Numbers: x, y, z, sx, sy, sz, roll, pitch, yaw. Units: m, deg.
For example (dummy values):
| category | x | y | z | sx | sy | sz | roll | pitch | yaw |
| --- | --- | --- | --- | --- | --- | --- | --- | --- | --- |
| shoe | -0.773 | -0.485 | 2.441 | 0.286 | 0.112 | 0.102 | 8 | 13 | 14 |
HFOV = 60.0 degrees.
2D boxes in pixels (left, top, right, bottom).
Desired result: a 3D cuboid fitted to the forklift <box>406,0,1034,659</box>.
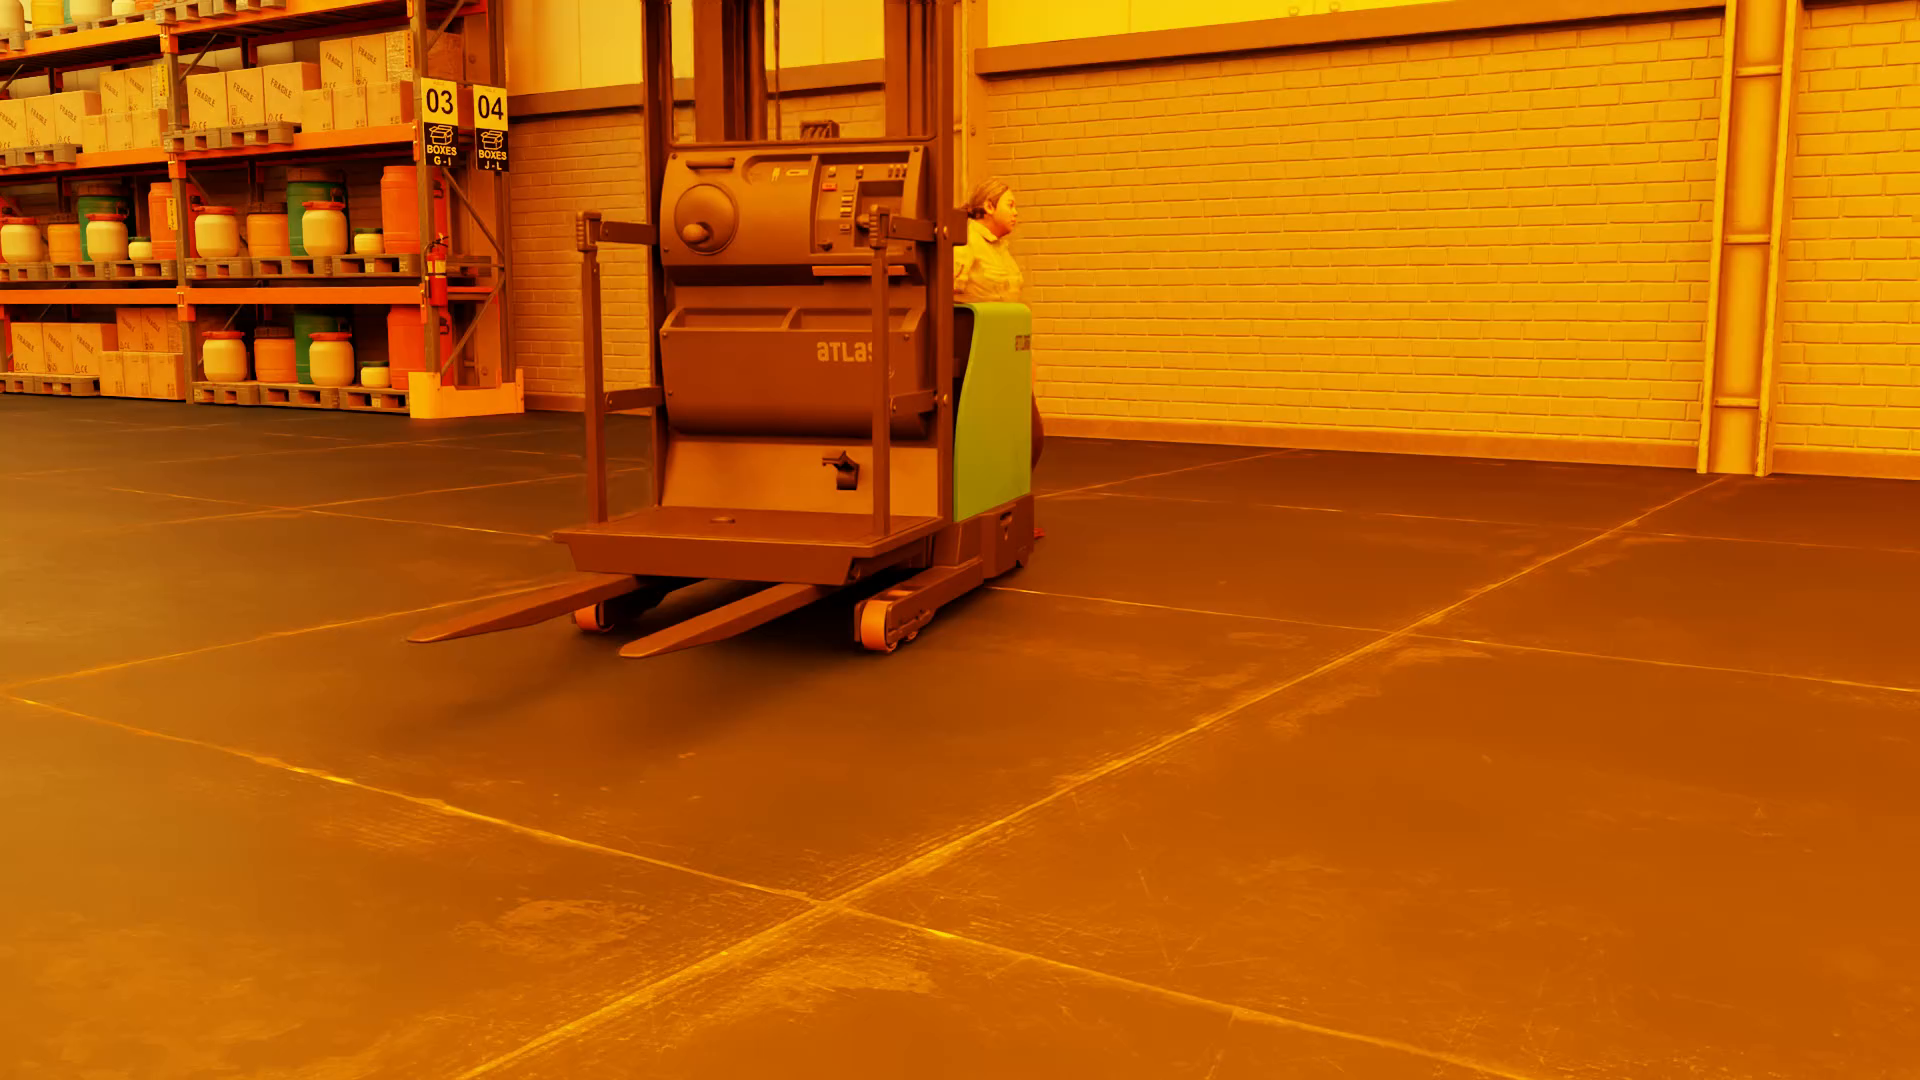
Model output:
| category | x | y | z | sx | sy | sz | roll | pitch | yaw |
| --- | --- | --- | --- | --- | --- | --- | --- | --- | --- |
| forklift | -0.633 | -1.165 | 5.387 | 1.130 | 2.935 | 3.031 | 3 | 8 | 18 |

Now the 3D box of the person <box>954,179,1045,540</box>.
| category | x | y | z | sx | sy | sz | roll | pitch | yaw |
| --- | --- | --- | --- | --- | --- | --- | --- | --- | --- |
| person | 0.175 | -0.780 | 7.391 | 0.470 | 1.625 | 0.680 | 4 | 9 | 27 |
